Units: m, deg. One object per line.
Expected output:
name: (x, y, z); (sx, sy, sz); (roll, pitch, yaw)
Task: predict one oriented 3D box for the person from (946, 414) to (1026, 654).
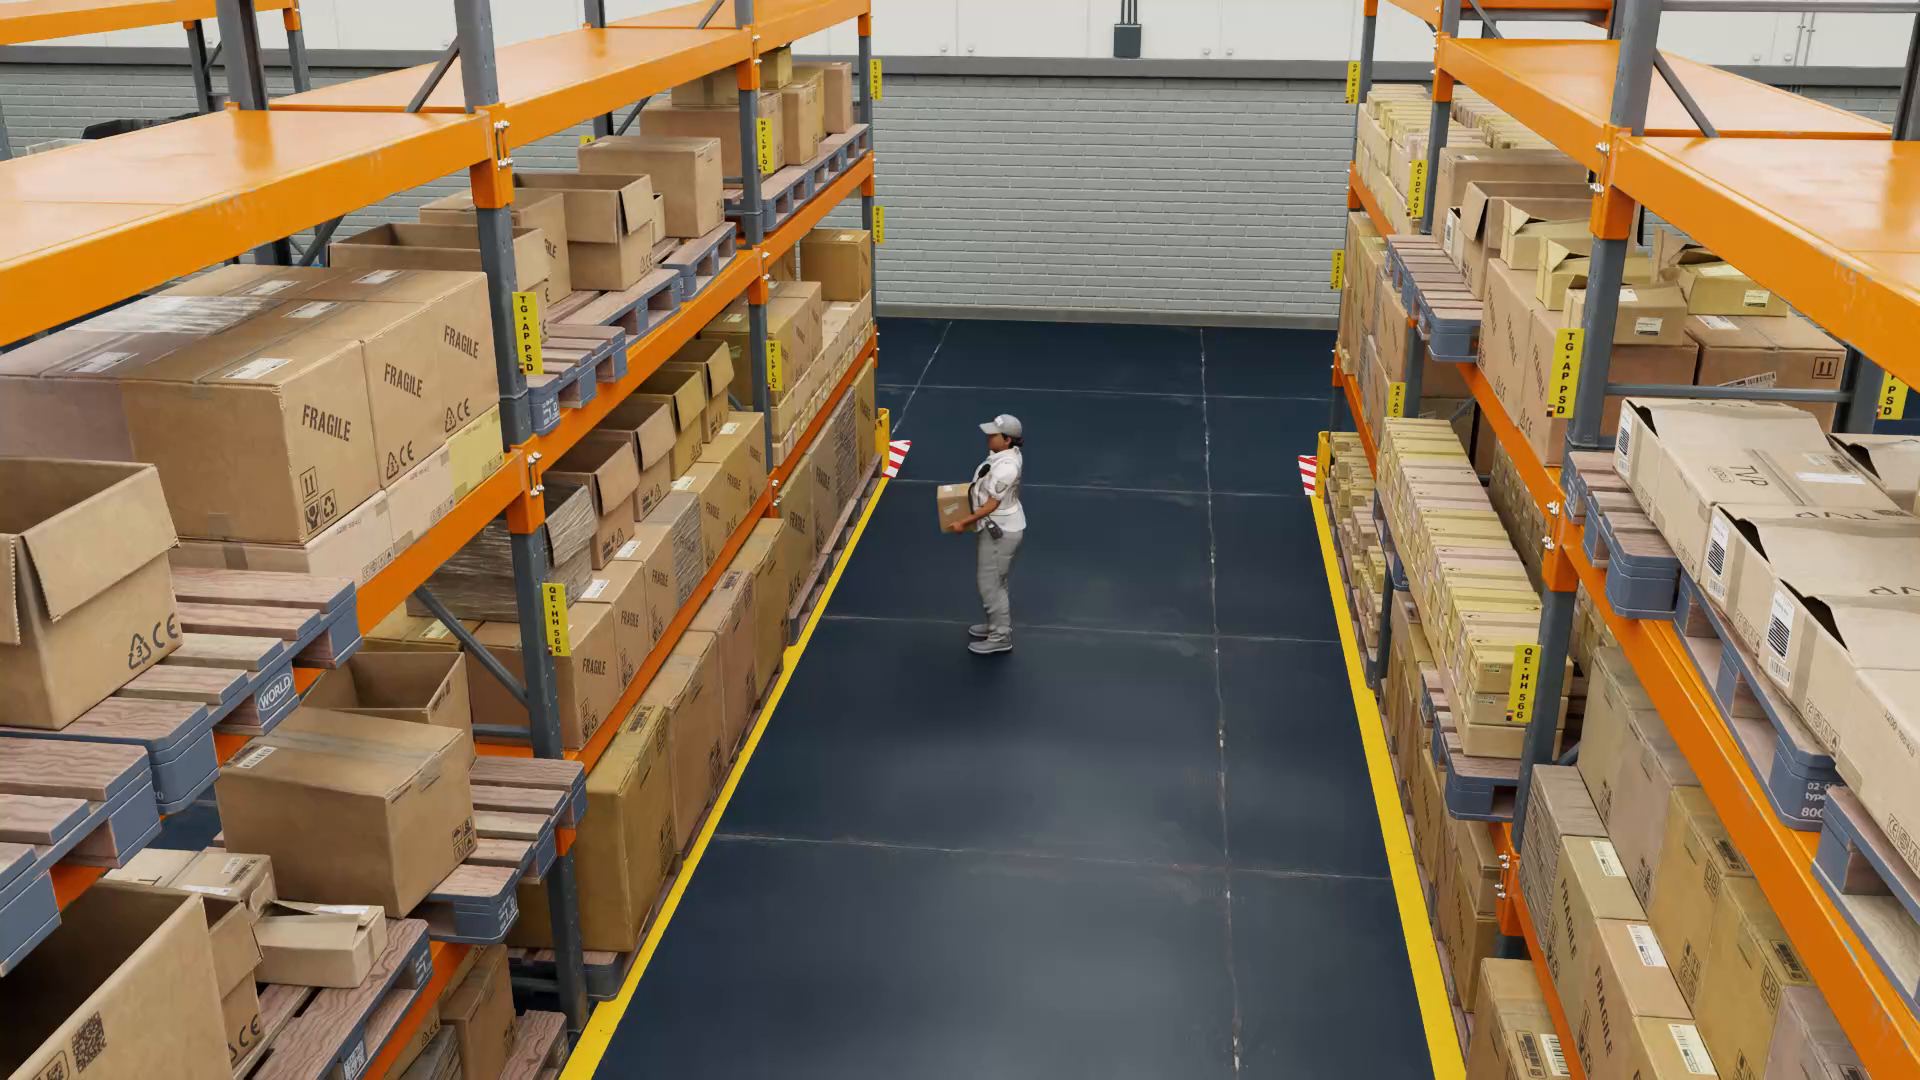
person: (0.175, -0.058, 11.243); (0.541, 1.653, 0.453); (0, 21, 0)
